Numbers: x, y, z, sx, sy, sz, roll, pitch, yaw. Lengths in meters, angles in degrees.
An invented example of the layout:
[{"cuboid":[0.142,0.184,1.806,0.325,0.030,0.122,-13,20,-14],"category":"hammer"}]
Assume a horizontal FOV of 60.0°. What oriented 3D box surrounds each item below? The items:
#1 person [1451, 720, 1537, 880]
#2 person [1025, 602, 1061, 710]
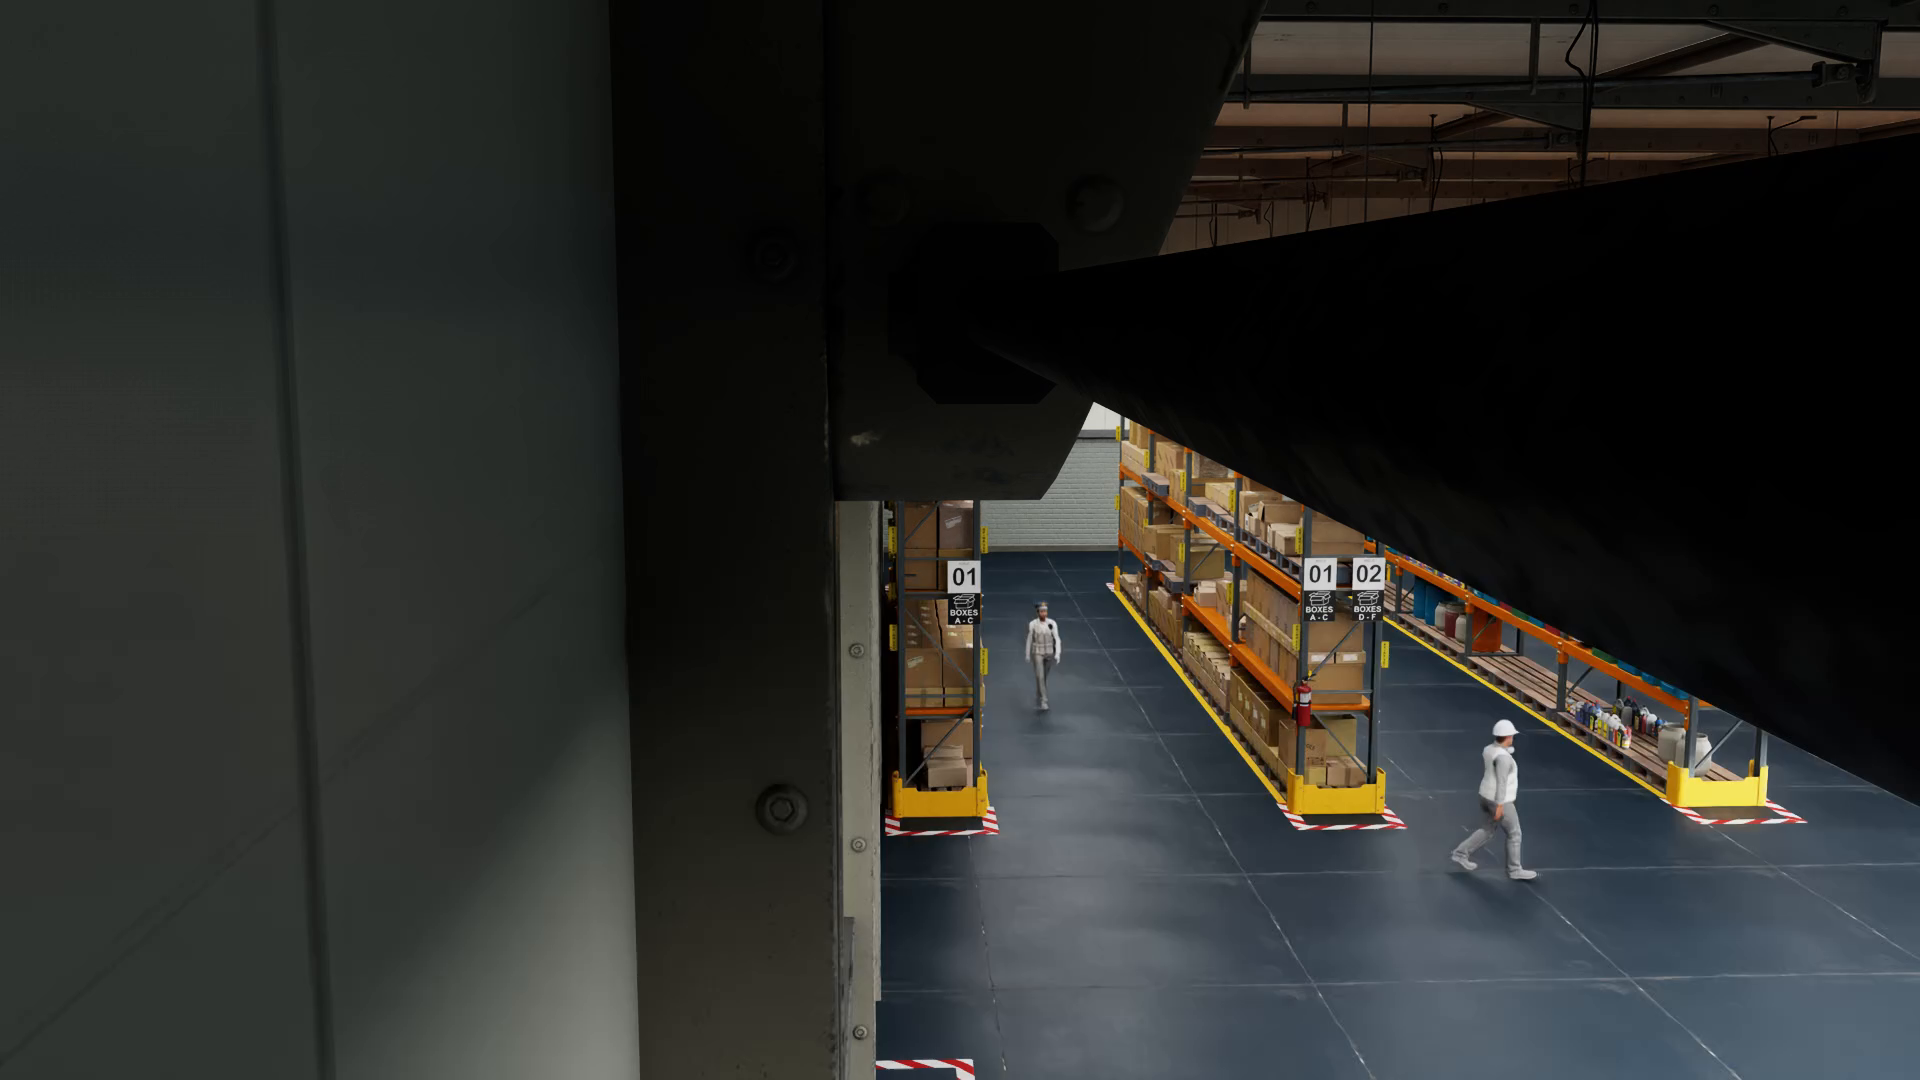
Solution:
[{"cuboid":[5.896,2.849,18.332,0.832,1.753,0.546,-1,8,-6],"category":"person"},{"cuboid":[1.328,1.771,26.003,0.496,1.612,1.042,-3,9,-17],"category":"person"}]
